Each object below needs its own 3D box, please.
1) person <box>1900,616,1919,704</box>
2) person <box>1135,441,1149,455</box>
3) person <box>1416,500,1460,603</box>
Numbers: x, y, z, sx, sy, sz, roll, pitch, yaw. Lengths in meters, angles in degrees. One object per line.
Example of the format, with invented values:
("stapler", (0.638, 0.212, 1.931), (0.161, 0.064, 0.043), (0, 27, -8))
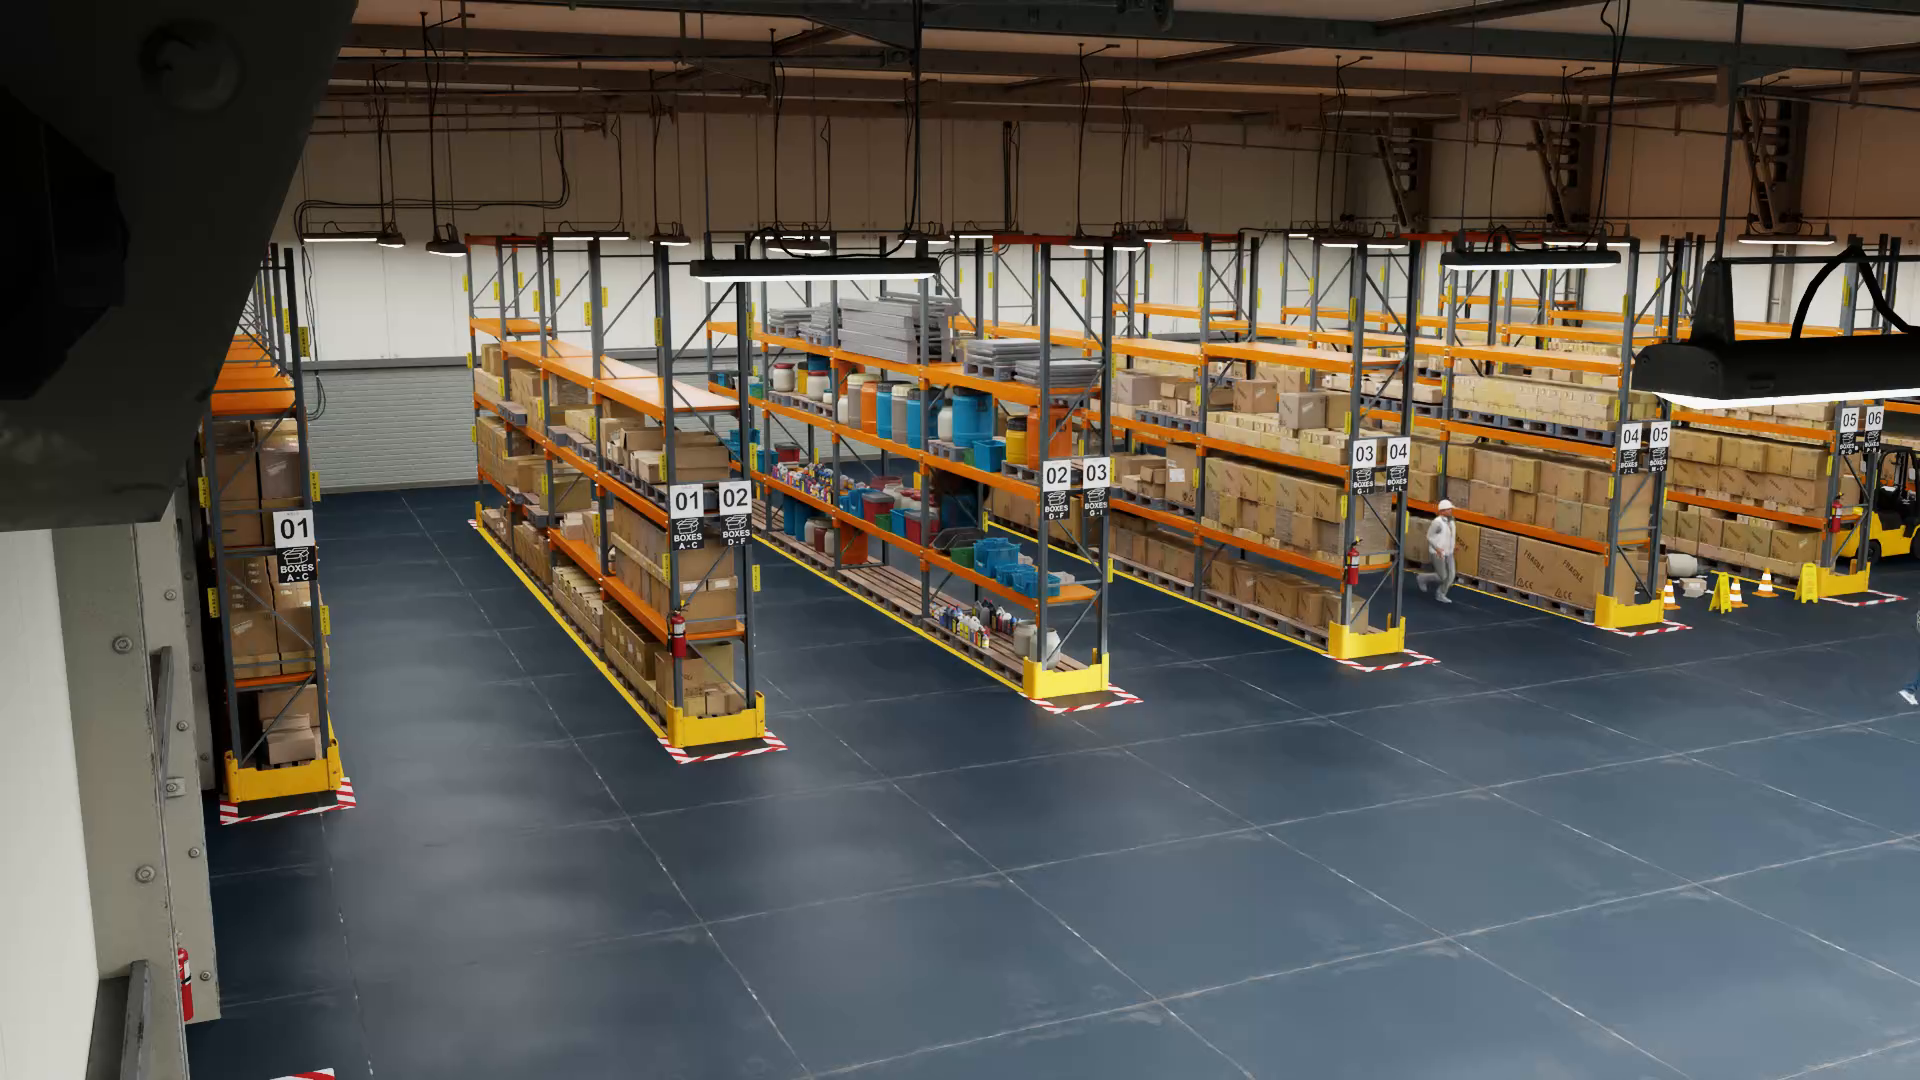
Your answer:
("person", (12.687, 1.423, 21.589), (0.820, 1.607, 0.537), (1, 11, 7))
("person", (4.490, -2.651, 42.083), (0.925, 1.803, 0.662), (-4, 12, -19))
("person", (7.985, 0.173, 27.745), (0.647, 1.727, 0.637), (-8, 13, -35))
